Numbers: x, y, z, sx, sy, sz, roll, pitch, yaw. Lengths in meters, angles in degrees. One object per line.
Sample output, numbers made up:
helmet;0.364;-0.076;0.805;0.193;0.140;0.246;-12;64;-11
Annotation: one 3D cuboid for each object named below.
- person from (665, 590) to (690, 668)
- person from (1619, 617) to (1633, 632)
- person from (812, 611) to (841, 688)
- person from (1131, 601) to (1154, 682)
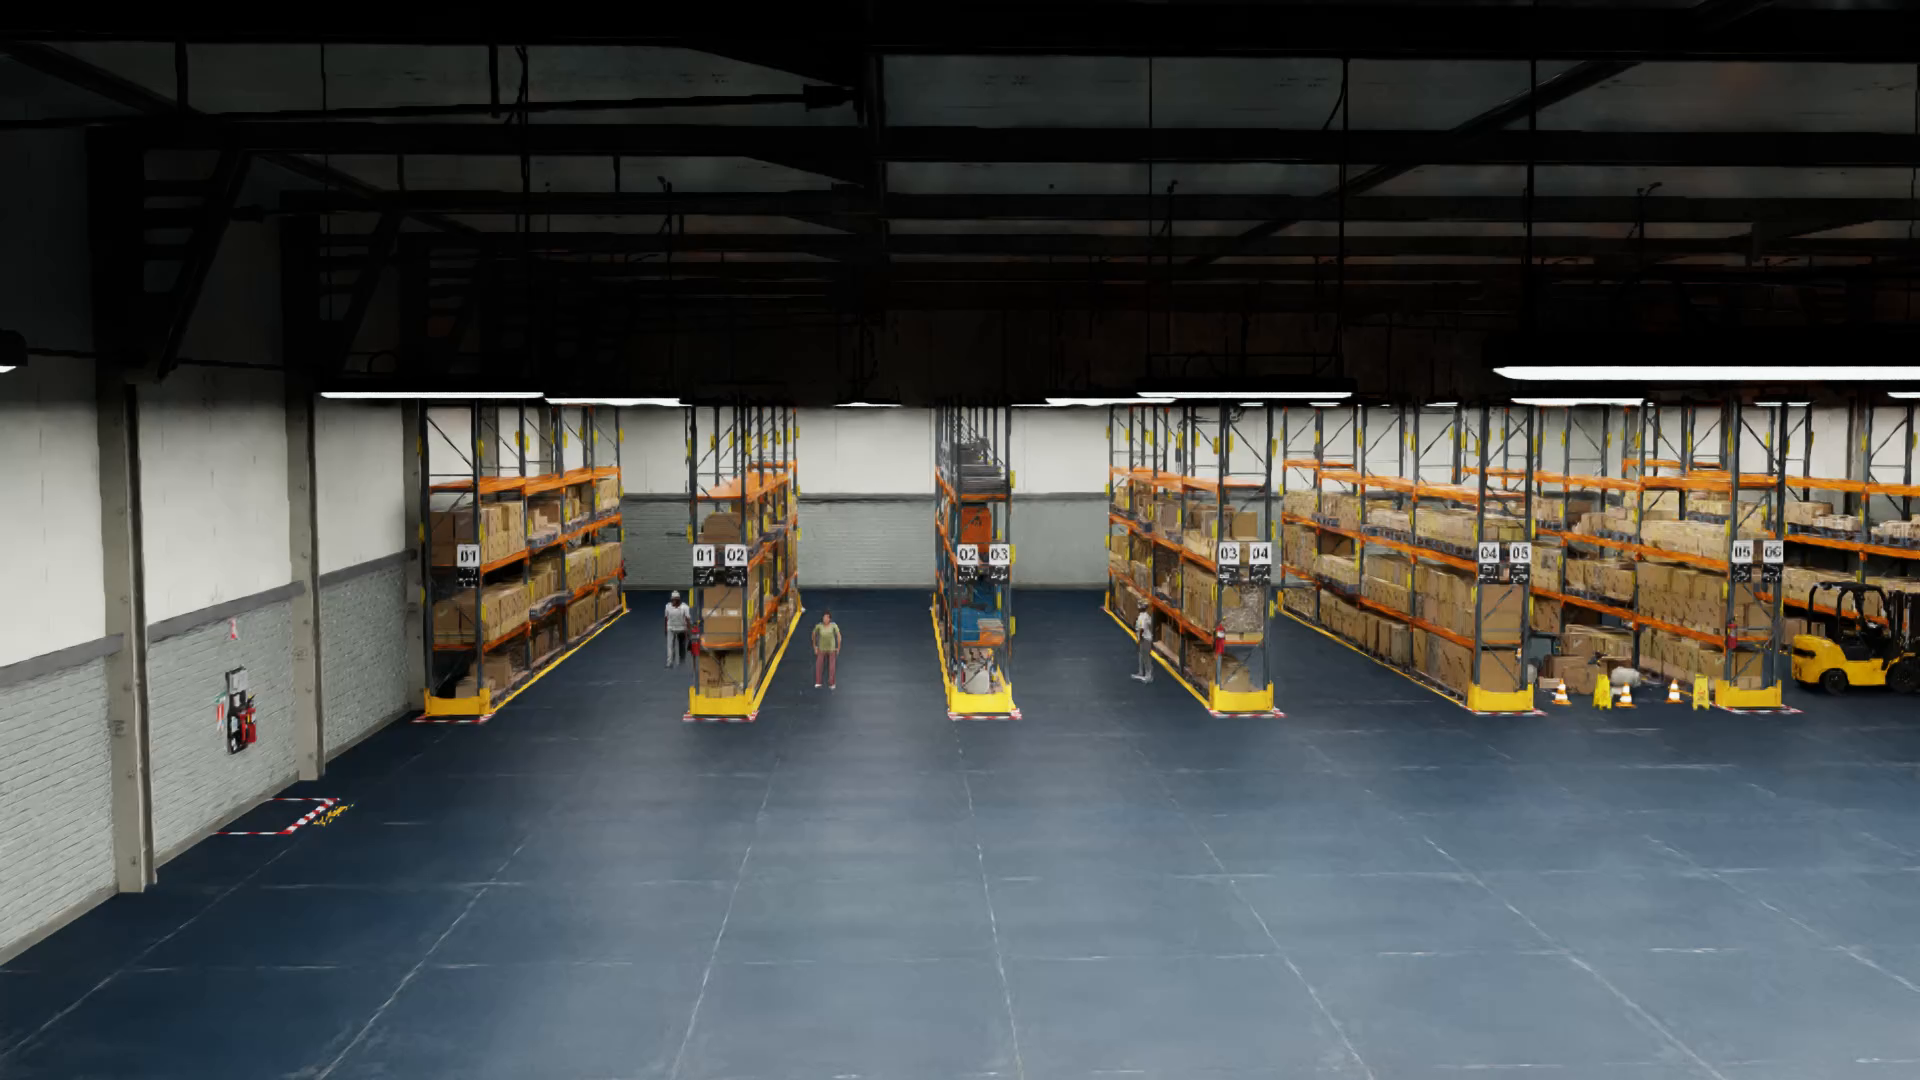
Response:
person;-6.288;1.959;36.975;0.575;1.689;1.128;0;5;-4
person;16.676;1.533;41.719;0.490;1.787;0.608;2;5;27
person;-2.734;2.242;34.060;0.598;1.619;0.507;0;5;-4
person;3.846;2.121;35.028;0.535;1.668;0.566;1;5;17
